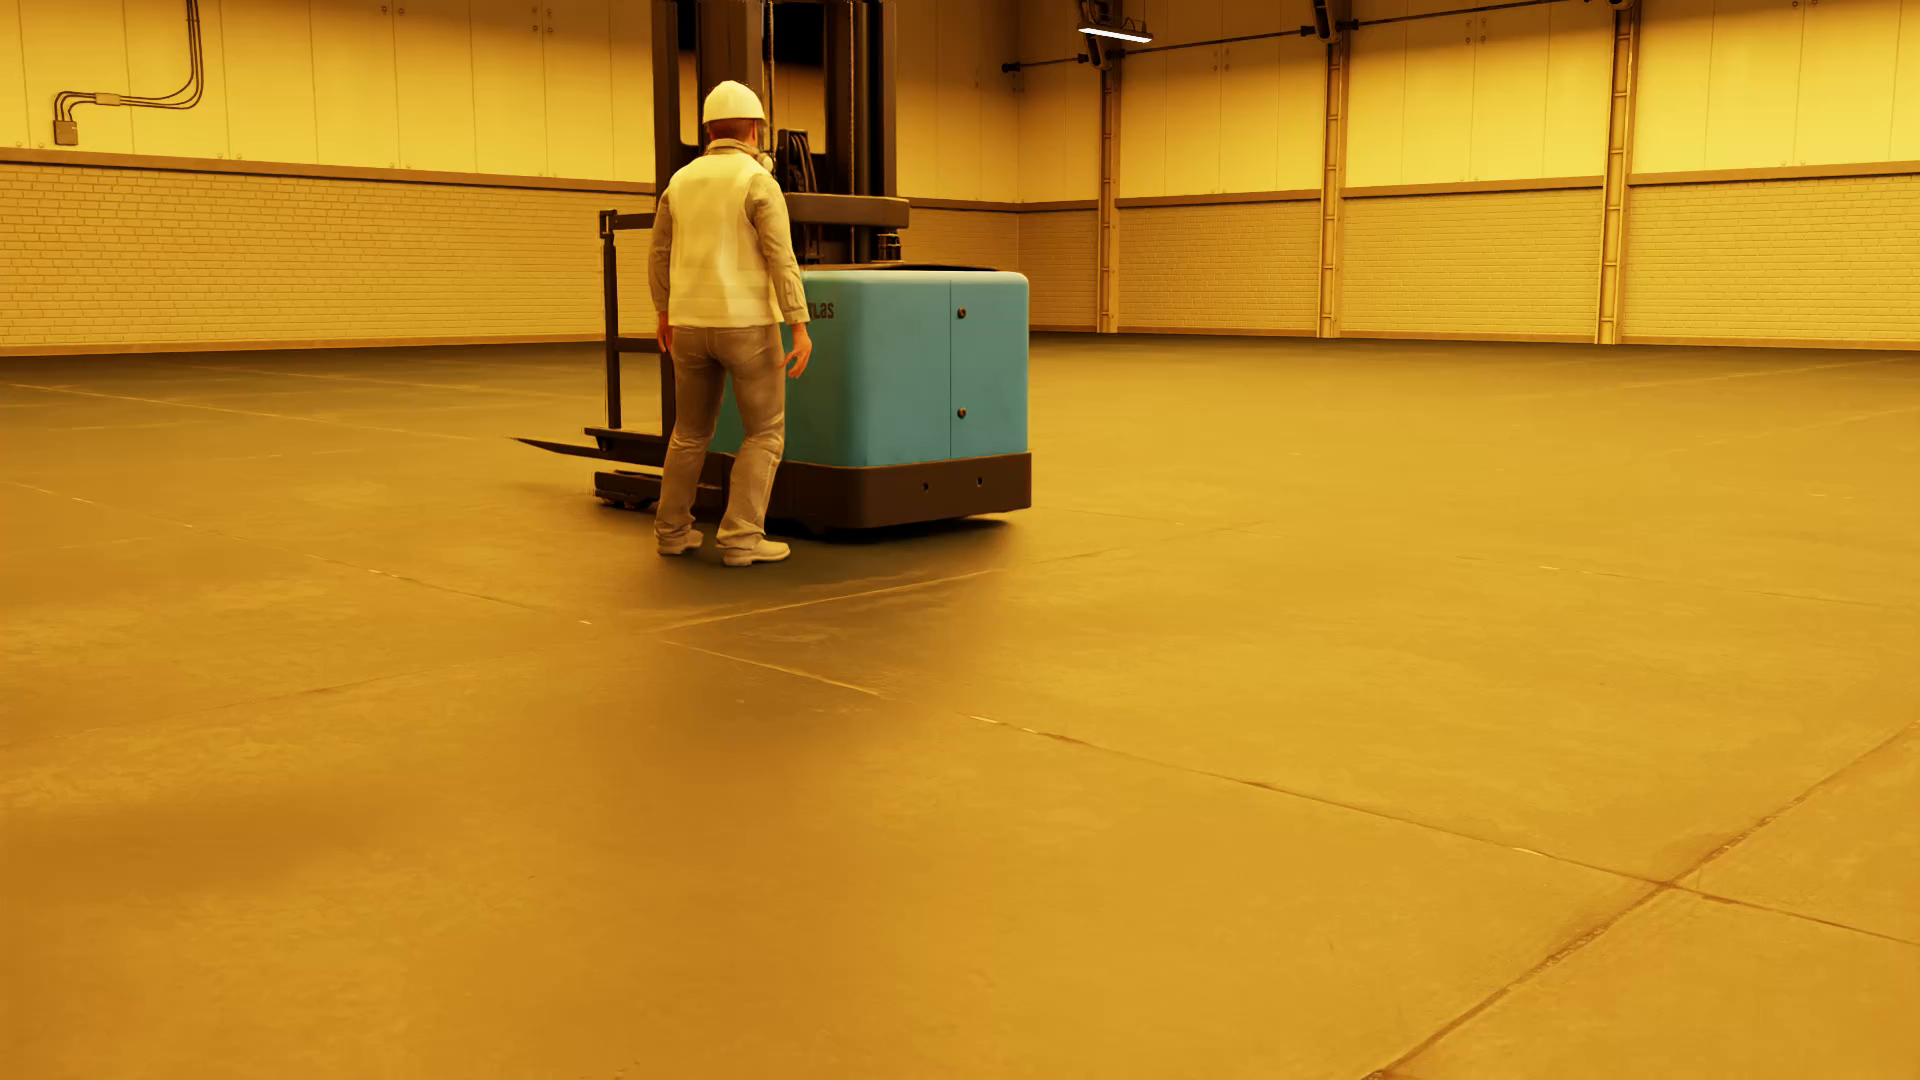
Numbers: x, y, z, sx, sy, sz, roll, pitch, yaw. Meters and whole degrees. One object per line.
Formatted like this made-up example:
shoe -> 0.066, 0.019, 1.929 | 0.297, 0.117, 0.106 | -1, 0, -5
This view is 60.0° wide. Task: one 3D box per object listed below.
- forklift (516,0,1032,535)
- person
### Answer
forklift -> -1.065, -1.634, 7.723 | 1.130, 2.935, 3.031 | -8, 12, -43
person -> -0.853, -0.798, 6.147 | 0.751, 1.749, 0.420 | 5, 10, 28
